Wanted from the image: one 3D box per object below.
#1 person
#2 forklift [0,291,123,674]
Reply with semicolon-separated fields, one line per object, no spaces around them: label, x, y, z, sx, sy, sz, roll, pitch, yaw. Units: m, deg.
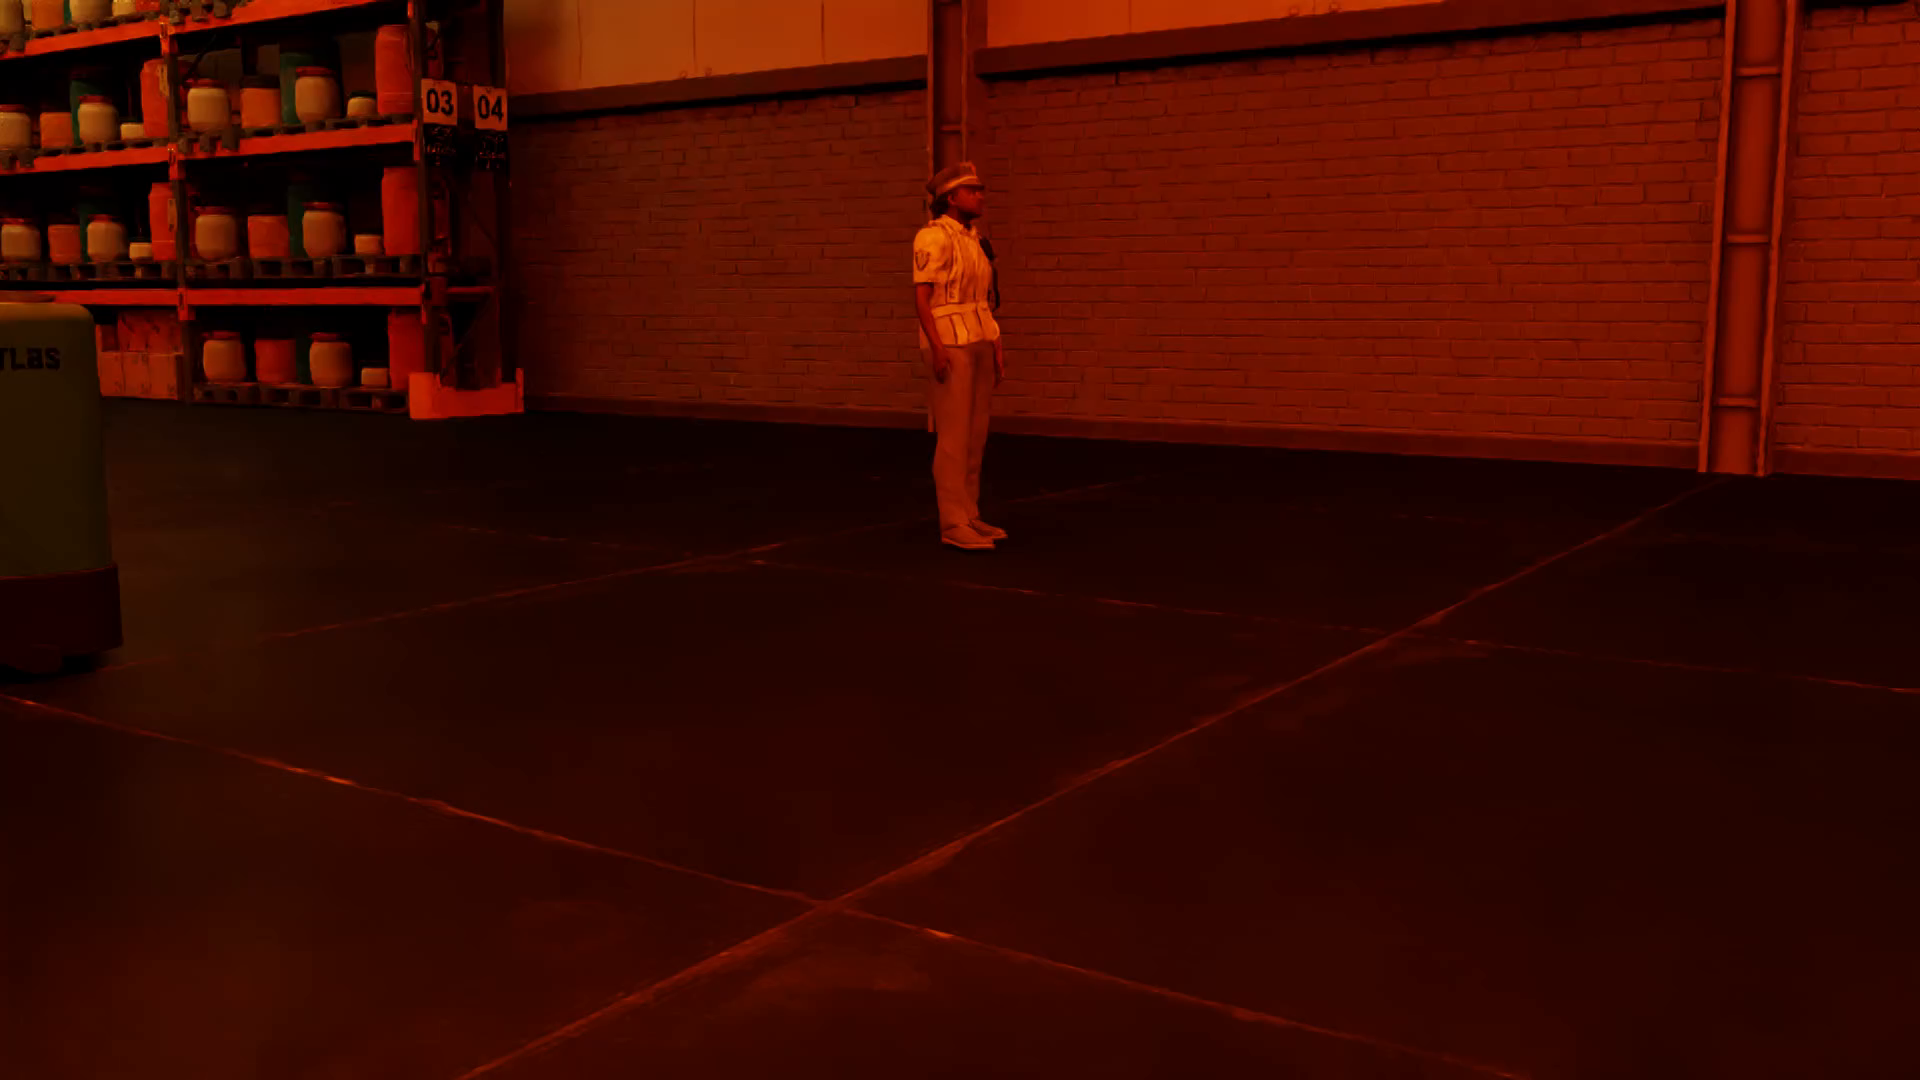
person;0.051;-0.838;7.426;0.529;1.695;0.570;5;10;34
forklift;-3.919;-0.981;4.094;3.031;2.935;1.130;-7;11;-40
